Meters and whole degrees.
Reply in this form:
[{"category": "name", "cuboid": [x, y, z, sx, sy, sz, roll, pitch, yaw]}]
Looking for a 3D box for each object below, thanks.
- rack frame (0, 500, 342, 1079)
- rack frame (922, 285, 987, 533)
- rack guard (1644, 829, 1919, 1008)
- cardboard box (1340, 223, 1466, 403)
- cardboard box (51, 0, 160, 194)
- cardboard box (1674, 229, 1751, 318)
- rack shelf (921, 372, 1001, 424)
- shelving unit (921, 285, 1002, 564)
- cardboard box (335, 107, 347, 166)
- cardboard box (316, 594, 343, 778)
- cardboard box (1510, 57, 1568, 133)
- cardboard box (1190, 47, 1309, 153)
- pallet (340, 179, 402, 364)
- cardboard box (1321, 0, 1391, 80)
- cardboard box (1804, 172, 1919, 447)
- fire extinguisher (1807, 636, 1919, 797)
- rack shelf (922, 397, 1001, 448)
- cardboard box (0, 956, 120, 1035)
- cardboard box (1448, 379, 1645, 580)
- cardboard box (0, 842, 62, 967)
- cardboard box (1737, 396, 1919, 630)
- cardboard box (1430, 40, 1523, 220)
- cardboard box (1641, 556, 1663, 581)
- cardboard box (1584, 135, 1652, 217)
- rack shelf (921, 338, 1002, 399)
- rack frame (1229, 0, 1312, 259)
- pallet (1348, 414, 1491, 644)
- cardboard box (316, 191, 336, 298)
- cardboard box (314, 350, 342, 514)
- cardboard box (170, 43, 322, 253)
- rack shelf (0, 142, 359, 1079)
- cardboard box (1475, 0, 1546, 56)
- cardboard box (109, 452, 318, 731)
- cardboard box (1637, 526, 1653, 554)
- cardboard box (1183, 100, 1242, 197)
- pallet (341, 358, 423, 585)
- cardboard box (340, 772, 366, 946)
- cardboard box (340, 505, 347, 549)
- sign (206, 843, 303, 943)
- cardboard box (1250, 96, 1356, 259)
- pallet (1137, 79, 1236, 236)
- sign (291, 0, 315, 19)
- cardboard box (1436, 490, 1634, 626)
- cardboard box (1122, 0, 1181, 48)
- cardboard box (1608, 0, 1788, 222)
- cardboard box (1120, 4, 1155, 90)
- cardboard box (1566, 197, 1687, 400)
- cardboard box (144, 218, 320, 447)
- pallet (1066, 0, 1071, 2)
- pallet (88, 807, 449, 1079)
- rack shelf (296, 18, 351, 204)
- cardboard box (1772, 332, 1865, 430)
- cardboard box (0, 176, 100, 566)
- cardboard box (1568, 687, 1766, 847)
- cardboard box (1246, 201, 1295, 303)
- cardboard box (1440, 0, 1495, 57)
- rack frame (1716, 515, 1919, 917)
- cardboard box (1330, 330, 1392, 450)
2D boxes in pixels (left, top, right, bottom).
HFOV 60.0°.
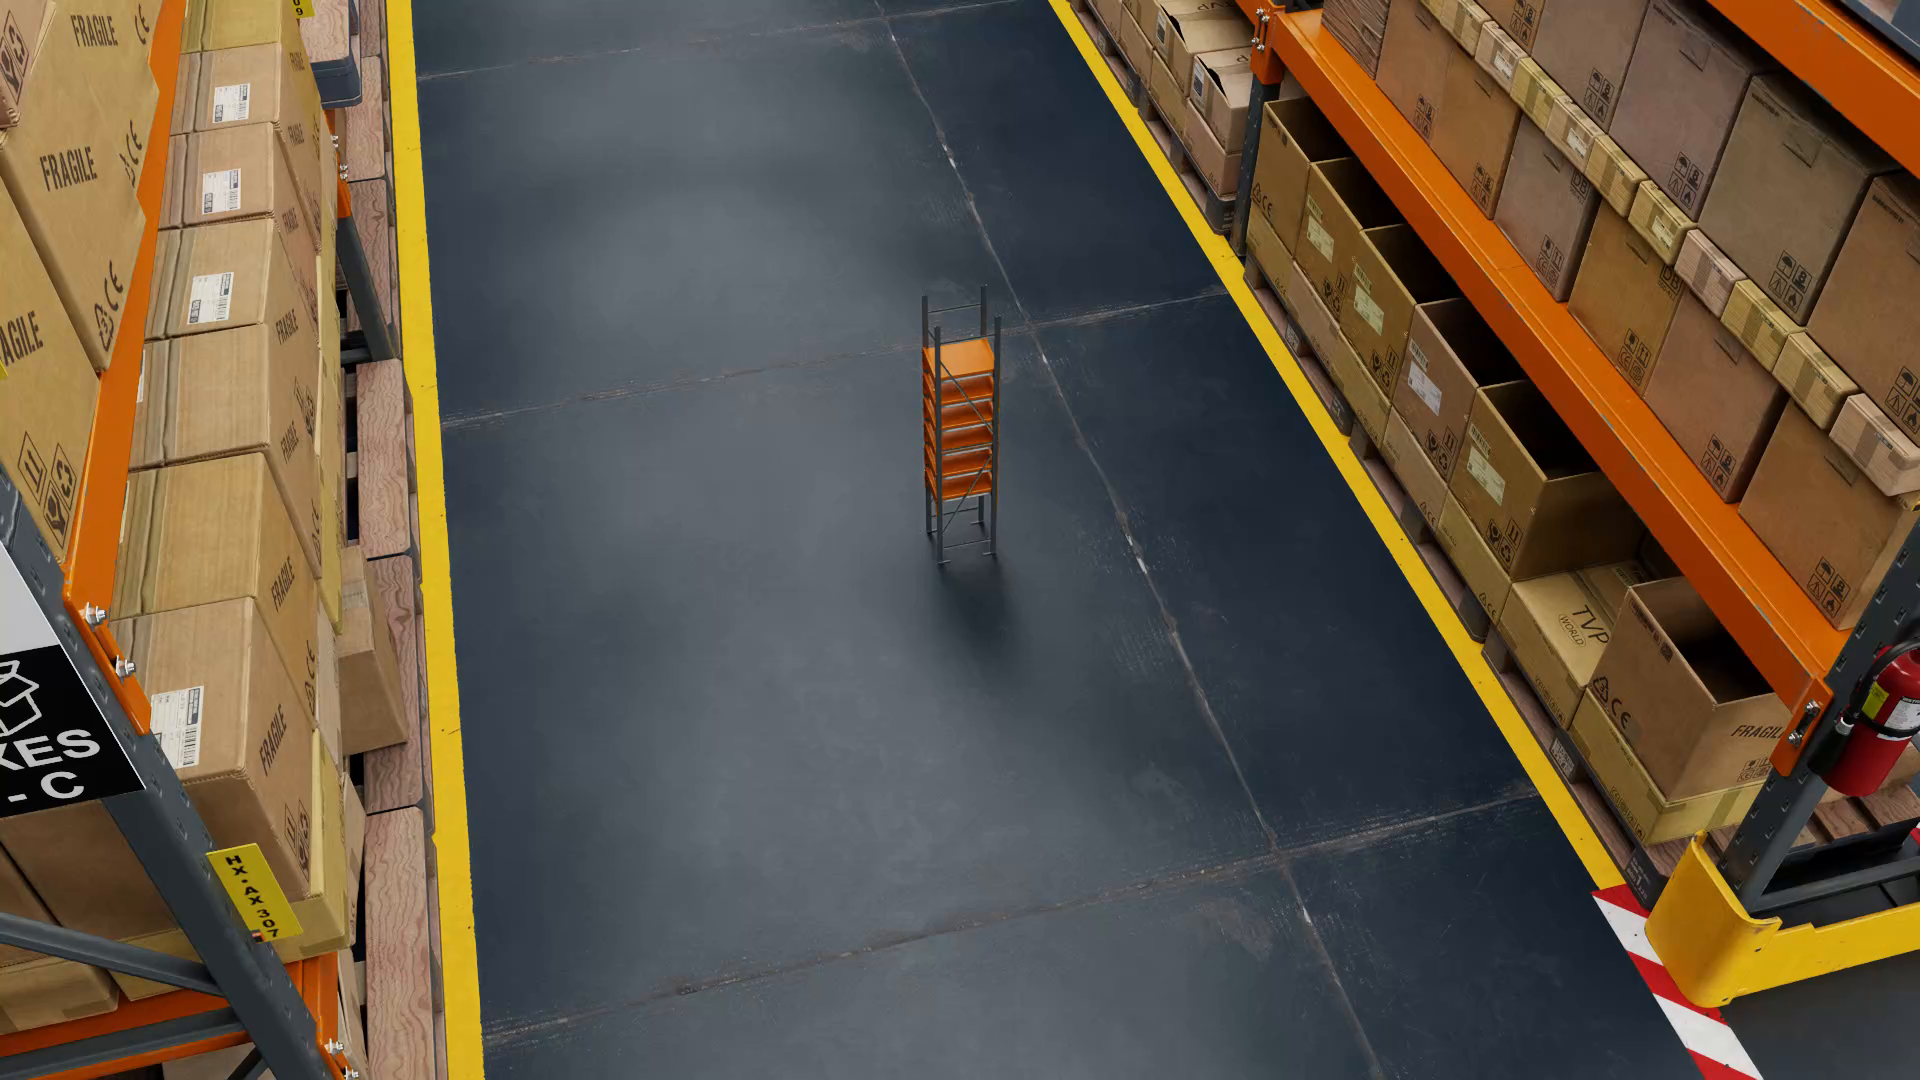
[{"category": "rack frame", "cuboid": [-1.943, 1.116, 3.556, 1.000, 3.000, 0.127, -11, 47, -10]}, {"category": "rack frame", "cuboid": [-0.020, -0.473, 6.374, 0.240, 1.200, 0.006, -11, 47, -10]}, {"category": "rack guard", "cuboid": [2.851, 1.100, 5.322, 1.175, 0.500, 0.348, -11, 47, -10]}, {"category": "cardboard box", "cuboid": [1.893, -0.933, 6.670, 0.500, 0.500, 0.500, -11, 47, -10]}, {"category": "cardboard box", "cuboid": [-2.026, -0.987, 3.433, 0.500, 0.500, 0.500, -9, 46, -8]}, {"category": "cardboard box", "cuboid": [2.367, -0.814, 4.923, 0.380, 0.149, 0.250, -10, 46, -10]}, {"category": "rack shelf", "cuboid": [0.004, -0.547, 6.172, 0.258, 0.103, 0.180, -11, 47, -10]}, {"category": "shelving unit", "cuboid": [0.004, -0.410, 6.312, 0.258, 1.200, 0.189, -11, 47, -10]}, {"category": "cardboard box", "cuboid": [-3.443, -2.137, 8.186, 0.700, 0.500, 0.500, -10, 46, -10]}, {"category": "cardboard box", "cuboid": [-1.907, 0.411, 4.338, 0.500, 0.250, 0.500, -12, 47, -12]}, {"category": "cardboard box", "cuboid": [2.103, -1.526, 5.621, 0.380, 0.149, 0.250, -11, 47, -11]}, {"category": "cardboard box", "cuboid": [1.440, -2.162, 8.007, 0.500, 0.311, 0.500, -11, 47, -10]}, {"category": "pallet", "cuboid": [-3.167, -1.206, 7.785, 1.003, 0.211, 1.213, -11, 47, -10]}, {"category": "cardboard box", "cuboid": [1.941, -2.283, 6.817, 0.700, 0.500, 0.500, -12, 47, -11]}, {"category": "cardboard box", "cuboid": [2.724, -0.642, 4.301, 0.700, 0.500, 0.500, -11, 47, -10]}, {"category": "fire extinguisher", "cuboid": [2.426, 0.402, 4.310, 0.296, 0.674, 0.183, -11, 47, -10]}, {"category": "rack shelf", "cuboid": [0.004, -0.463, 6.258, 0.258, 0.103, 0.180, -11, 47, -10]}, {"category": "cardboard box", "cuboid": [-2.250, 0.875, 3.884, 0.500, 0.250, 0.500, -10, 46, -10]}, {"category": "cardboard box", "cuboid": [2.150, -0.243, 5.994, 0.500, 0.500, 0.500, -11, 47, -10]}, {"category": "cardboard box", "cuboid": [-2.269, 0.613, 3.615, 0.500, 0.500, 0.500, -11, 47, -11]}, {"category": "cardboard box", "cuboid": [2.738, -0.152, 4.728, 0.700, 0.500, 0.500, -11, 47, -10]}, {"category": "cardboard box", "cuboid": [2.207, -1.573, 6.122, 0.700, 0.500, 0.500, -10, 46, -10]}, {"category": "cardboard box", "cuboid": [2.791, 0.268, 6.018, 0.500, 0.250, 0.500, -11, 47, -10]}, {"category": "cardboard box", "cuboid": [2.230, -1.177, 5.279, 0.380, 0.149, 0.250, -10, 46, -9]}, {"category": "rack shelf", "cuboid": [0.004, -0.631, 6.086, 0.258, 0.103, 0.180, -11, 47, -10]}, {"category": "rack frame", "cuboid": [1.821, -2.554, 7.152, 1.000, 3.000, 0.127, -11, 47, -10]}, {"category": "pallet", "cuboid": [2.300, -0.177, 6.776, 1.003, 0.211, 1.213, -11, 47, -10]}, {"category": "cardboard box", "cuboid": [-2.433, -0.983, 5.704, 0.500, 0.250, 0.500, -11, 47, -10]}, {"category": "cardboard box", "cuboid": [-2.159, -0.291, 5.026, 0.500, 0.250, 0.500, -10, 46, -10]}, {"category": "cardboard box", "cuboid": [-2.413, -1.249, 5.440, 0.500, 0.500, 0.500, -11, 47, -11]}, {"category": "rack shelf", "cuboid": [-2.455, -0.013, 5.166, 1.077, 0.370, 4.000, -11, 47, -10]}, {"category": "cardboard box", "cuboid": [2.199, -2.043, 5.674, 0.700, 0.500, 0.500, -11, 47, -10]}, {"category": "cardboard box", "cuboid": [-1.891, 0.172, 4.047, 0.500, 0.500, 0.500, -11, 47, -10]}, {"category": "cardboard box", "cuboid": [2.653, -0.338, 6.087, 0.500, 0.500, 0.500, -11, 47, -10]}, {"category": "cardboard box", "cuboid": [1.435, -1.971, 8.213, 0.500, 0.250, 0.500, -11, 47, -11]}, {"category": "pallet", "cuboid": [-2.760, -0.212, 6.810, 1.003, 0.211, 1.213, -11, 47, -10]}, {"category": "cardboard box", "cuboid": [-2.179, 1.016, 5.229, 0.500, 0.311, 0.500, -7, 46, -7]}, {"category": "cardboard box", "cuboid": [-2.662, -0.215, 6.303, 0.500, 0.500, 0.500, -14, 47, -13]}, {"category": "sign", "cuboid": [-1.418, 0.714, 3.344, 0.100, 0.325, 0.005, -11, 47, -10]}, {"category": "cardboard box", "cuboid": [1.637, -1.623, 7.347, 0.500, 0.500, 0.500, -11, 47, -10]}, {"category": "pallet", "cuboid": [1.595, -2.079, 8.640, 1.003, 0.211, 1.213, -11, 47, -10]}, {"category": "sign", "cuboid": [-2.444, -2.053, 6.055, 0.100, 0.325, 0.005, -11, 47, -10]}, {"category": "cardboard box", "cuboid": [2.153, 0.019, 6.262, 0.500, 0.250, 0.500, -11, 47, -10]}, {"category": "cardboard box", "cuboid": [1.176, -2.865, 8.696, 0.500, 0.311, 0.500, -11, 47, -10]}, {"category": "cardboard box", "cuboid": [2.455, -1.352, 4.997, 0.700, 0.500, 0.500, -11, 47, -10]}, {"category": "cardboard box", "cuboid": [1.175, -2.674, 8.902, 0.500, 0.250, 0.500, -10, 46, -9]}, {"category": "cardboard box", "cuboid": [2.477, -0.857, 5.420, 0.700, 0.500, 0.500, -10, 46, -10]}, {"category": "cardboard box", "cuboid": [-2.161, -0.540, 4.745, 0.500, 0.500, 0.500, -9, 46, -9]}, {"category": "pallet", "cuboid": [0.970, -3.764, 10.291, 1.003, 0.211, 1.213, -11, 47, -10]}, {"category": "pallet", "cuboid": [-2.136, 1.473, 5.159, 1.003, 0.211, 1.213, -11, 47, -10]}, {"category": "rack shelf", "cuboid": [-3.479, -2.774, 7.872, 1.077, 0.370, 4.000, -11, 47, -10]}, {"category": "cardboard box", "cuboid": [2.495, -0.463, 4.580, 0.380, 0.149, 0.250, -10, 46, -9]}, {"category": "cardboard box", "cuboid": [-1.787, -0.252, 2.713, 0.500, 0.500, 0.500, -10, 46, -9]}, {"category": "cardboard box", "cuboid": [2.422, 0.707, 5.588, 0.500, 0.250, 0.500, -11, 47, -10]}, {"category": "cardboard box", "cuboid": [1.647, -1.363, 7.616, 0.500, 0.250, 0.500, -11, 47, -10]}, {"category": "cardboard box", "cuboid": [1.965, -1.890, 5.977, 0.380, 0.149, 0.250, -12, 47, -12]}, {"category": "rack frame", "cuboid": [2.845, 0.208, 4.446, 1.000, 3.000, 0.127, -11, 47, -10]}, {"category": "cardboard box", "cuboid": [1.893, -0.670, 6.938, 0.500, 0.250, 0.500, -11, 47, -10]}]
